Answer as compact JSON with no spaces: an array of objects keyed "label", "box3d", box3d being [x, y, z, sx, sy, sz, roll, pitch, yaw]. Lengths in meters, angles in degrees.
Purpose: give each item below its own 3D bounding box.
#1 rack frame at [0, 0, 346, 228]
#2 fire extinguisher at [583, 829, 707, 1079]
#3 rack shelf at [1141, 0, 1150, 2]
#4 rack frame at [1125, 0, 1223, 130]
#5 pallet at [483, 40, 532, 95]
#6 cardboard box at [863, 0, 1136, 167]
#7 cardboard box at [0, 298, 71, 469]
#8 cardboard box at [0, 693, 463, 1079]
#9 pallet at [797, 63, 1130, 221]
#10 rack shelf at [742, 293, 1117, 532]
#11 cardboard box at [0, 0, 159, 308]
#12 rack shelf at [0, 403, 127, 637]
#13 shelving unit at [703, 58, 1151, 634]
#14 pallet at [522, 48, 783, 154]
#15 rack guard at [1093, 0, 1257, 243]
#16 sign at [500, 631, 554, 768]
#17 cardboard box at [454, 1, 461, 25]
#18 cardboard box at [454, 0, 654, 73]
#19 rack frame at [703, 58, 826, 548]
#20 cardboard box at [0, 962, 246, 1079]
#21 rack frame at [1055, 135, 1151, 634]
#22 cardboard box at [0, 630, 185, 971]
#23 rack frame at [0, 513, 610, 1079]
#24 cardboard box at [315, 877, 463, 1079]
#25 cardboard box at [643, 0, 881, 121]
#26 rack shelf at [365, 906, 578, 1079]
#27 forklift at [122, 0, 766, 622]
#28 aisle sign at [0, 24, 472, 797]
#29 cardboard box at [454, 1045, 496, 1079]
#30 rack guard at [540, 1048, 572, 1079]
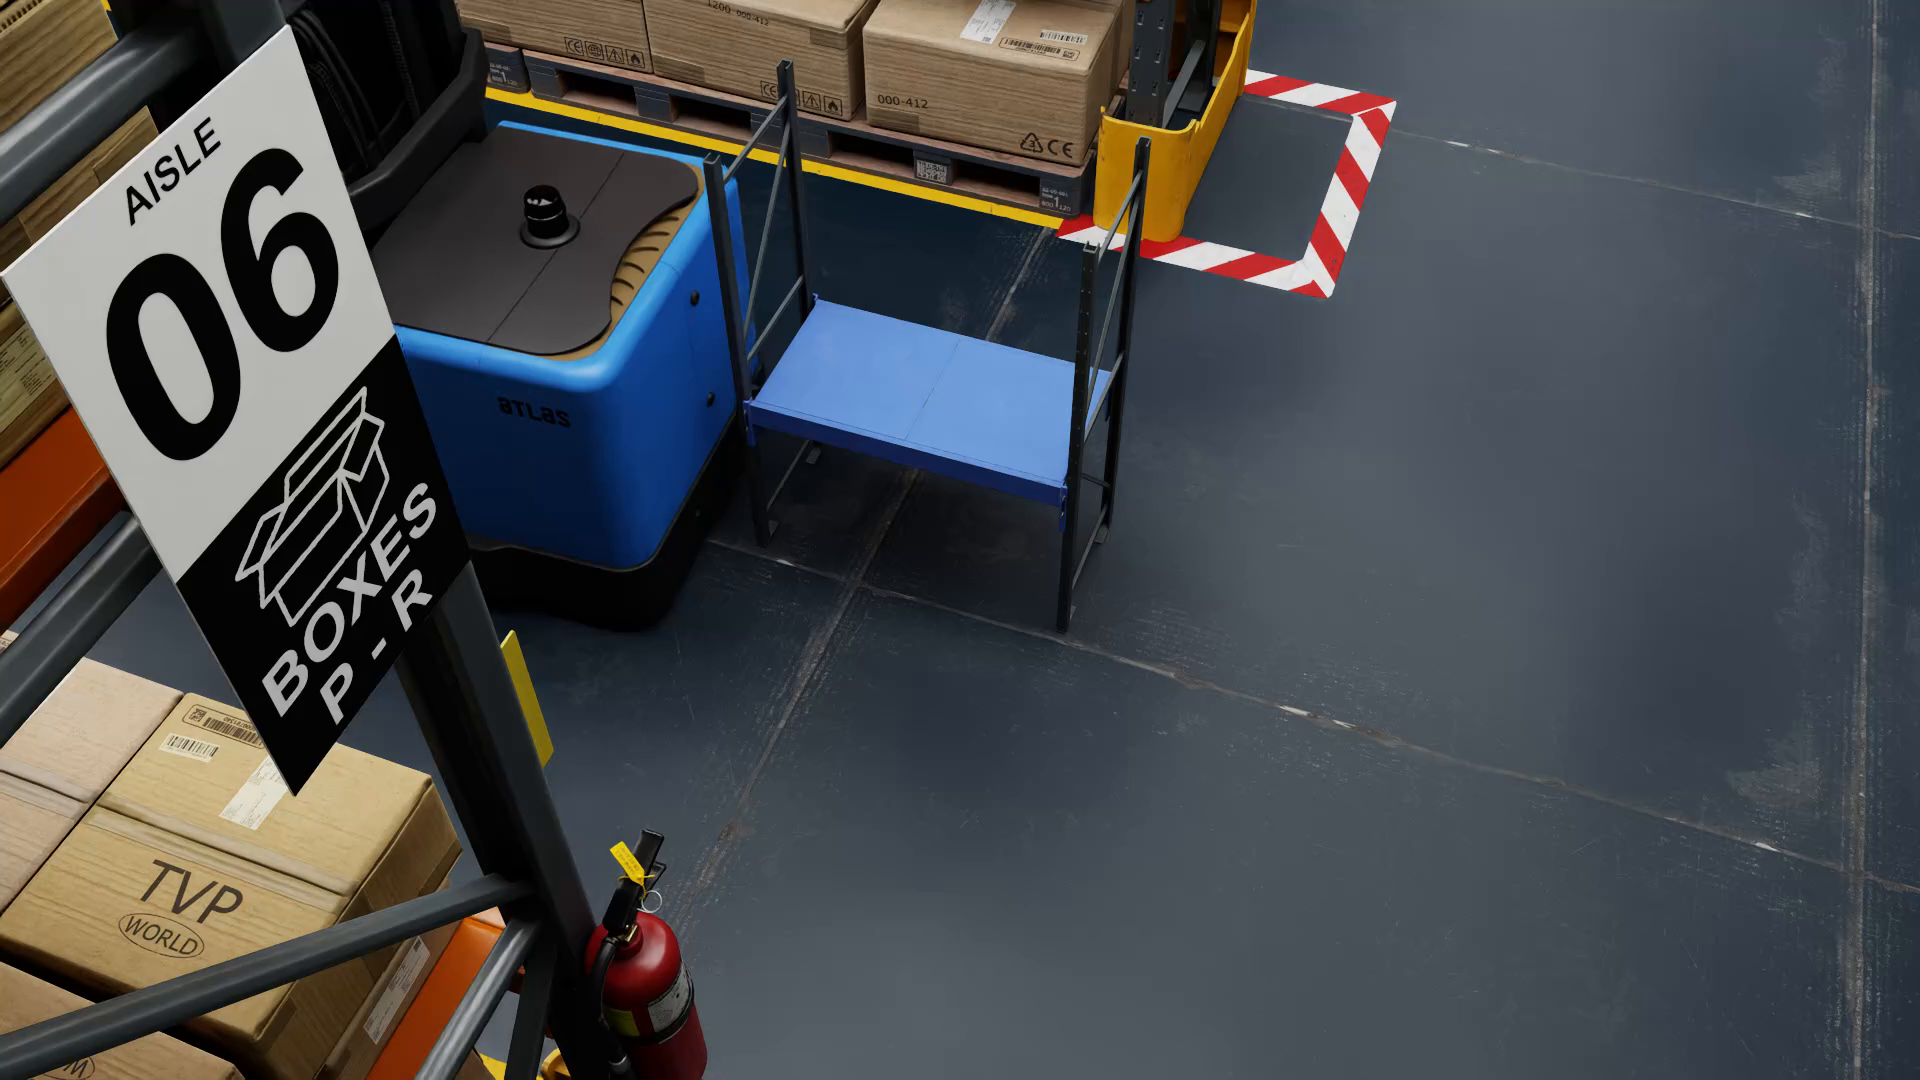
[{"label":"rack frame","box3d":[-0.878,-1.020,0.322,0.127,3.000,1.000,16,51,13]},{"label":"fire extinguisher","box3d":[-0.580,0.803,3.009,0.183,0.674,0.296,16,51,13]},{"label":"rack shelf","box3d":[-1.037,-2.863,6.365,4.000,0.370,1.077,16,51,13]},{"label":"rack frame","box3d":[0.839,-2.575,5.639,0.127,3.000,1.000,16,51,13]},{"label":"pallet","box3d":[-2.227,-2.454,7.380,1.213,0.211,1.003,16,51,13]},{"label":"cardboard box","box3d":[0.185,-1.975,6.537,0.875,0.438,0.875,14,51,12]},{"label":"cardboard box","box3d":[-1.096,-0.204,1.765,0.250,0.149,0.380,17,51,14]},{"label":"cardboard box","box3d":[-1.210,0.587,2.801,0.500,0.250,0.500,16,51,13]},{"label":"pallet","box3d":[0.062,-1.815,6.826,1.213,0.211,1.003,16,51,13]},{"label":"rack shelf","box3d":[-0.080,-0.396,4.981,1.000,0.185,0.538,16,51,13]},{"label":"cardboard box","box3d":[-1.199,-0.396,1.668,0.500,0.250,0.500,15,51,13]},{"label":"rack shelf","box3d":[-2.754,-0.326,2.181,4.000,0.370,1.077,16,51,13]},{"label":"shelving unit","box3d":[-0.080,-0.514,4.845,1.048,1.500,0.538,16,51,13]},{"label":"pallet","box3d":[-1.079,-2.136,7.104,1.213,0.211,1.003,16,51,13]},{"label":"rack guard","box3d":[0.861,-1.750,6.578,0.348,0.500,1.175,16,51,13]},{"label":"sign","box3d":[-0.690,0.277,2.595,0.005,0.325,0.100,16,51,13]},{"label":"cardboard box","box3d":[-2.362,-2.680,7.148,0.875,0.438,0.875,15,51,13]},{"label":"cardboard box","box3d":[-1.522,-2.446,6.945,0.875,0.438,0.875,14,51,12]},{"label":"rack frame","box3d":[-0.557,-0.647,4.960,0.032,1.500,0.500,16,51,13]},{"label":"cardboard box","box3d":[-1.401,0.964,2.474,0.500,0.250,0.500,17,51,14]},{"label":"rack frame","box3d":[0.397,-0.380,4.730,0.032,1.500,0.500,16,51,13]},{"label":"cardboard box","box3d":[-1.683,0.455,2.916,0.500,0.250,0.500,16,51,14]},{"label":"rack frame","box3d":[-0.878,0.945,2.589,0.127,3.000,1.000,16,51,13]},{"label":"cardboard box","box3d":[-1.091,0.747,2.927,0.250,0.149,0.380,15,51,13]},{"label":"cardboard box","box3d":[-0.676,-2.209,6.739,0.875,0.438,0.875,17,51,14]},{"label":"rack shelf","box3d":[-2.754,0.657,3.314,4.000,0.370,1.077,16,51,13]},{"label":"forklift","box3d":[-2.224,-1.354,4.627,3.031,2.935,1.130,13,50,11]},{"label":"aisle sign","box3d":[-0.712,-0.097,1.771,0.004,0.787,0.394,16,51,13]},{"label":"cardboard box","box3d":[-1.419,1.398,3.570,0.637,0.503,0.797,14,51,12]},{"label":"rack guard","box3d":[-0.949,1.744,3.550,0.348,0.500,1.175,16,51,13]}]
